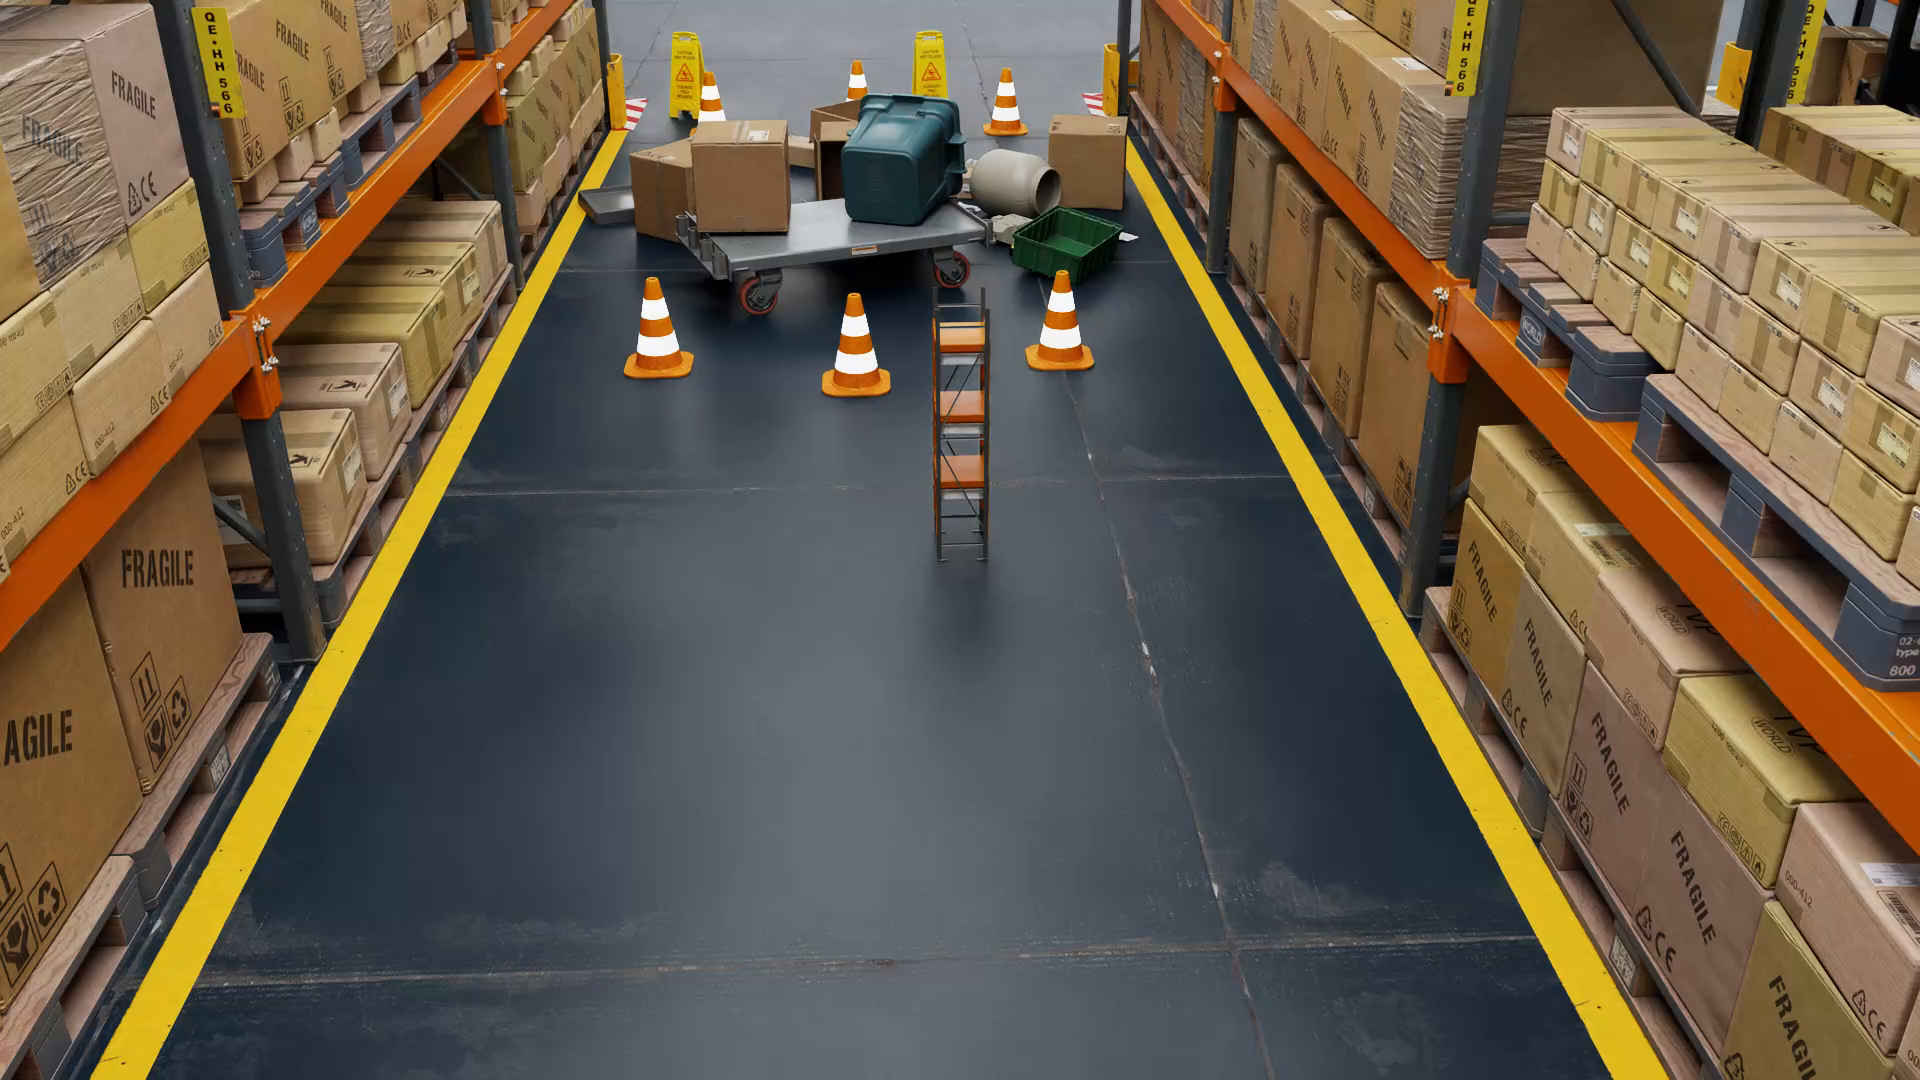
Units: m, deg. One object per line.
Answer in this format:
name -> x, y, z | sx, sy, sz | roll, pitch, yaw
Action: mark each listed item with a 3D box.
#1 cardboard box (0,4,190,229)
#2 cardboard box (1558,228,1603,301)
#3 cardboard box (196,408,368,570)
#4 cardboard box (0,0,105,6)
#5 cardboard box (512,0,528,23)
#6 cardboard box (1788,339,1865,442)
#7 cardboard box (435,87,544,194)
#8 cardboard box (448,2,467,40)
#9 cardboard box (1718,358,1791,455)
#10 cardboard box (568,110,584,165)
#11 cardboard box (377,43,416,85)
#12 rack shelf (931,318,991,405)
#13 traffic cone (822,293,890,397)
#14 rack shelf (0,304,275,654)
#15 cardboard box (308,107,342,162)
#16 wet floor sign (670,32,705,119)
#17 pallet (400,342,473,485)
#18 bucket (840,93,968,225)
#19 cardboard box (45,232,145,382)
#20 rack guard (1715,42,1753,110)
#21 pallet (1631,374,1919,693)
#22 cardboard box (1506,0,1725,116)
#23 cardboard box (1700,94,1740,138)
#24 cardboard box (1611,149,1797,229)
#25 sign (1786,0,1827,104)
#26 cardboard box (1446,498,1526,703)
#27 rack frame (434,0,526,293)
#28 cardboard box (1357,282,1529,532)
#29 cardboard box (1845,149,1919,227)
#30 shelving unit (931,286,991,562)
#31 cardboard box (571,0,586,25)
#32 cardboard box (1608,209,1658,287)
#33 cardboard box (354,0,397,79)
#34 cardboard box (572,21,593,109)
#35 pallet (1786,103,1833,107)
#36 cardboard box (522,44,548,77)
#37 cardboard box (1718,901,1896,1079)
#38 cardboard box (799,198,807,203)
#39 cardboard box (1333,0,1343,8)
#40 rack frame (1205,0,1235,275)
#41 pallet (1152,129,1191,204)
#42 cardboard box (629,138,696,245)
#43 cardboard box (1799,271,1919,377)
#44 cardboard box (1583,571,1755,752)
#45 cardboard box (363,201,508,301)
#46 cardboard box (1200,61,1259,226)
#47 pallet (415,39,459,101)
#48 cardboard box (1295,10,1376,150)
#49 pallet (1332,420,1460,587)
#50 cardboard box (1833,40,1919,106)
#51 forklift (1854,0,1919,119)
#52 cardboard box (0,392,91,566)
cardboard box -> -2.493, -1.160, 4.541 | 0.500, 0.500, 0.500 | -2, 28, -4
cardboard box -> 1.993, -0.810, 4.877 | 0.380, 0.149, 0.250 | 0, 28, 0
cardboard box -> -2.801, -0.187, 6.252 | 0.950, 0.372, 0.625 | -3, 28, -6
cardboard box -> -3.082, -1.470, 5.441 | 0.500, 0.500, 0.500 | -2, 28, -4
cardboard box -> -2.773, -3.146, 9.810 | 0.380, 0.149, 0.250 | -1, 28, -1
cardboard box -> 2.068, -0.330, 3.635 | 0.380, 0.149, 0.250 | 0, 28, -1
cardboard box -> -2.751, -2.330, 9.683 | 0.500, 0.500, 0.500 | 0, 28, 0
cardboard box -> -2.687, -2.596, 8.301 | 0.380, 0.149, 0.250 | -1, 28, -2
cardboard box -> 2.050, -0.322, 3.941 | 0.380, 0.149, 0.250 | -1, 28, -2
cardboard box -> -2.836, -2.718, 11.238 | 0.500, 0.250, 0.500 | -2, 28, -4
cardboard box -> -2.649, -2.124, 7.397 | 0.380, 0.149, 0.250 | -1, 28, -3
rack shelf -> 0.003, -0.683, 6.334 | 0.215, 0.259, 0.240 | -1, 28, -3
traffic cone -> -0.513, -0.978, 8.126 | 0.336, 0.463, 0.334 | -1, 28, -3
rack shelf -> -2.677, 0.338, 3.636 | 1.077, 0.370, 4.000 | -1, 28, -3
cardboard box -> -2.556, -1.520, 6.239 | 0.380, 0.149, 0.250 | -1, 28, -2
wet floor sign -> -2.140, -3.669, 13.087 | 0.267, 0.644, 0.232 | 8, 29, 15
pallet -> -2.881, -0.591, 7.655 | 1.003, 0.211, 1.213 | -1, 28, -3
bucket -> -0.361, -2.148, 9.521 | 0.726, 0.611, 0.620 | 8, 39, 15
cardboard box -> -2.472, -0.606, 4.289 | 0.500, 0.250, 0.500 | -2, 28, -4
rack guard -> 6.702, -3.695, 13.294 | 1.175, 0.500, 0.348 | -1, 28, -3
pallet -> 2.301, -0.073, 3.853 | 1.003, 0.211, 1.213 | -1, 28, -3
cardboard box -> 2.143, -1.766, 5.703 | 0.700, 0.500, 0.500 | -2, 28, -3
cardboard box -> 2.403, -1.329, 5.946 | 0.500, 0.500, 0.500 | -1, 28, -2
cardboard box -> 2.013, -0.954, 4.510 | 0.380, 0.149, 0.250 | -2, 28, -3
sign -> 2.698, -1.567, 5.344 | 0.100, 0.325, 0.005 | -1, 28, -3
cardboard box -> 1.939, 0.184, 5.402 | 0.500, 0.500, 0.500 | -3, 28, -5
rack frame -> -2.990, -2.752, 8.783 | 1.000, 3.000, 0.127 | -1, 28, -3
cardboard box -> 2.215, -0.543, 6.526 | 1.050, 0.750, 0.750 | -2, 28, -3
cardboard box -> 2.665, -0.957, 4.516 | 0.380, 0.149, 0.250 | -1, 28, -1
shelving unit -> 0.003, -0.441, 6.460 | 0.215, 1.050, 0.252 | -1, 28, -3
cardboard box -> -2.810, -3.655, 11.521 | 0.380, 0.149, 0.250 | -1, 28, -1
cardboard box -> 2.015, -0.801, 4.538 | 0.380, 0.149, 0.250 | -2, 28, -4
cardboard box -> -2.660, -2.197, 6.835 | 0.500, 0.500, 0.500 | -2, 28, -5
cardboard box -> -2.866, -3.294, 11.531 | 0.500, 0.500, 0.500 | 0, 28, -1
pallet -> 6.709, -3.191, 12.640 | 1.003, 0.211, 1.213 | -1, 28, -3
cardboard box -> -2.726, -2.915, 10.101 | 0.380, 0.149, 0.250 | 0, 28, -1
cardboard box -> 2.049, 1.126, 3.597 | 0.500, 0.500, 0.500 | -2, 28, -4
cardboard box -> -0.889, -1.968, 10.236 | 0.258, 0.266, 0.396 | -23, 35, -37
cardboard box -> 2.035, -2.706, 7.505 | 0.700, 0.500, 0.500 | -1, 28, -2
rack frame -> 1.948, -2.918, 9.101 | 1.000, 3.000, 0.127 | -1, 28, -3
pallet -> 1.920, -2.600, 11.506 | 1.003, 0.211, 1.213 | -1, 28, -3
cardboard box -> -1.687, -2.172, 10.372 | 0.500, 0.500, 0.500 | 19, 33, 32
cardboard box -> 2.067, -0.469, 3.580 | 0.380, 0.149, 0.250 | -2, 28, -3
cardboard box -> 1.991, 0.306, 4.358 | 0.500, 0.250, 0.500 | -1, 28, -2
cardboard box -> -2.960, -1.531, 8.829 | 0.950, 0.372, 0.625 | -1, 28, -2
cardboard box -> 1.985, -2.454, 10.056 | 0.875, 0.875, 0.875 | -1, 28, -2
pallet -> -3.095, -2.310, 8.144 | 1.003, 0.211, 1.213 | -1, 28, -3
cardboard box -> 1.784, -2.015, 7.261 | 0.500, 0.500, 0.500 | -1, 28, -2
pallet -> 2.191, -0.200, 6.906 | 1.003, 0.211, 1.213 | -1, 28, -3
cardboard box -> 6.779, -3.352, 12.183 | 0.500, 0.500, 0.500 | 6, 28, 11
forklift -> 4.810, -2.147, 7.697 | 1.130, 2.935, 3.031 | 7, 28, 14
cardboard box -> -2.443, -0.142, 3.942 | 0.500, 0.250, 0.500 | -2, 28, -3
